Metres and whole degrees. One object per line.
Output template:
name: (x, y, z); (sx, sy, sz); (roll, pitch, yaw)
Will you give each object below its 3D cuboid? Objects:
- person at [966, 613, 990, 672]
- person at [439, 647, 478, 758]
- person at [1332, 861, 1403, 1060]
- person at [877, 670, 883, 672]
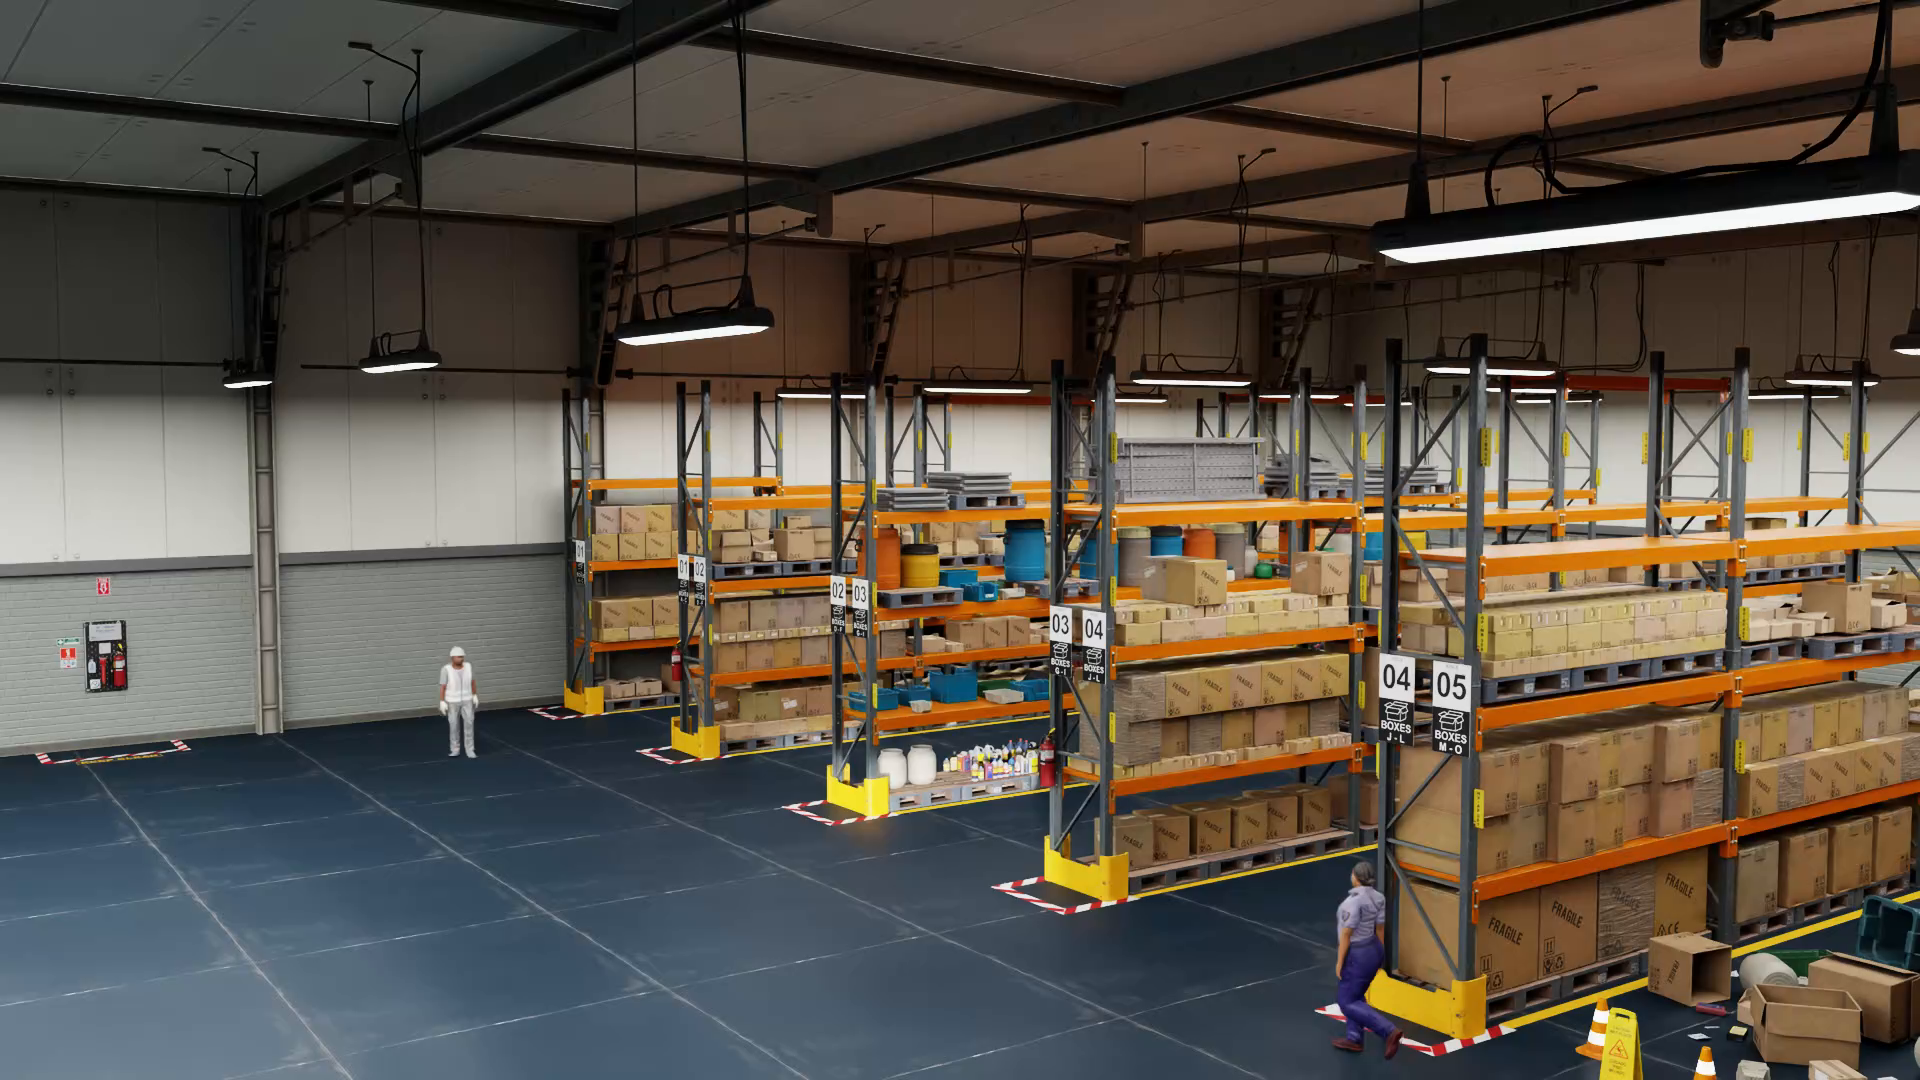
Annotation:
person: (0.218, 2.245, 32.231); (1.042, 1.705, 0.565); (-2, 4, -34)
person: (-7.992, 2.579, 26.518); (0.601, 1.786, 0.438); (-2, 4, -33)
person: (3.351, 3.510, 13.703); (0.690, 1.541, 0.484); (2, 4, 33)
person: (-1.755, 2.289, 32.787); (0.500, 1.566, 0.434); (2, 4, 29)
